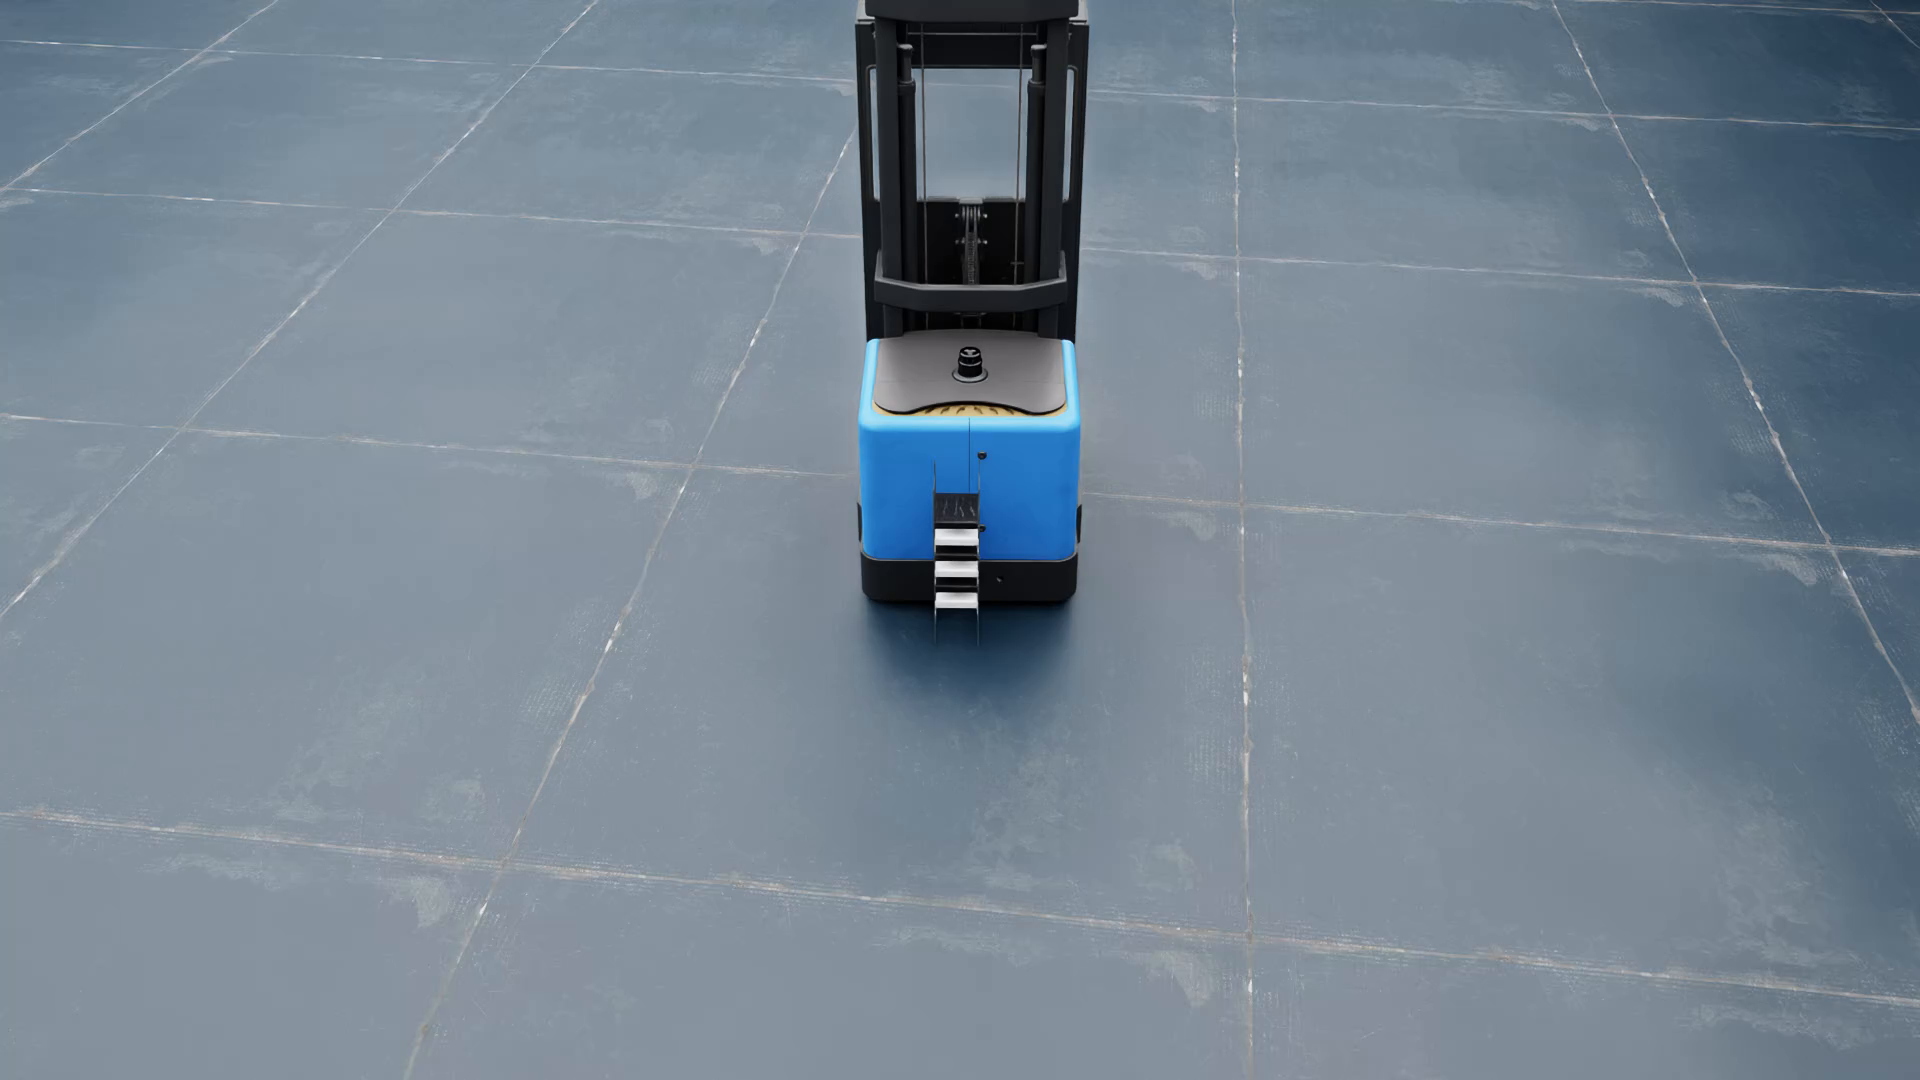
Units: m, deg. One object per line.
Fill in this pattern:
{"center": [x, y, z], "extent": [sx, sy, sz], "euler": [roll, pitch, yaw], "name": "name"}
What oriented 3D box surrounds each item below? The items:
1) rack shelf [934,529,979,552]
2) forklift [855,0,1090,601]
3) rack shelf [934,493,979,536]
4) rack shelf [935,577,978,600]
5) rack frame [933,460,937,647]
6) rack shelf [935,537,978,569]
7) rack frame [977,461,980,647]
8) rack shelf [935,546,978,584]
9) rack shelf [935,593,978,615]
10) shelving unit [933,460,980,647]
{"center": [-0.015, -0.045, 7.643], "extent": [0.200, 0.077, 0.258], "euler": [0, 36, 0], "name": "rack shelf"}
{"center": [0.059, -1.718, 8.492], "extent": [1.130, 2.935, 3.031], "euler": [0, 36, 0], "name": "forklift"}
{"center": [-0.015, -0.118, 7.591], "extent": [0.200, 0.077, 0.258], "euler": [0, 36, 0], "name": "rack shelf"}
{"center": [-0.015, 0.174, 7.800], "extent": [0.200, 0.077, 0.258], "euler": [0, 36, 0], "name": "rack shelf"}
{"center": [-0.116, 0.073, 7.729], "extent": [0.006, 0.900, 0.240], "euler": [0, 36, 0], "name": "rack frame"}
{"center": [-0.015, 0.028, 7.695], "extent": [0.200, 0.077, 0.258], "euler": [0, 36, 0], "name": "rack shelf"}
{"center": [0.087, 0.074, 7.728], "extent": [0.006, 0.900, 0.240], "euler": [0, 36, 0], "name": "rack frame"}
{"center": [-0.015, 0.101, 7.748], "extent": [0.200, 0.077, 0.258], "euler": [0, 36, 0], "name": "rack shelf"}
{"center": [-0.015, 0.247, 7.853], "extent": [0.200, 0.077, 0.258], "euler": [0, 36, 0], "name": "rack shelf"}
{"center": [-0.015, 0.074, 7.728], "extent": [0.210, 0.900, 0.258], "euler": [0, 36, 0], "name": "shelving unit"}
